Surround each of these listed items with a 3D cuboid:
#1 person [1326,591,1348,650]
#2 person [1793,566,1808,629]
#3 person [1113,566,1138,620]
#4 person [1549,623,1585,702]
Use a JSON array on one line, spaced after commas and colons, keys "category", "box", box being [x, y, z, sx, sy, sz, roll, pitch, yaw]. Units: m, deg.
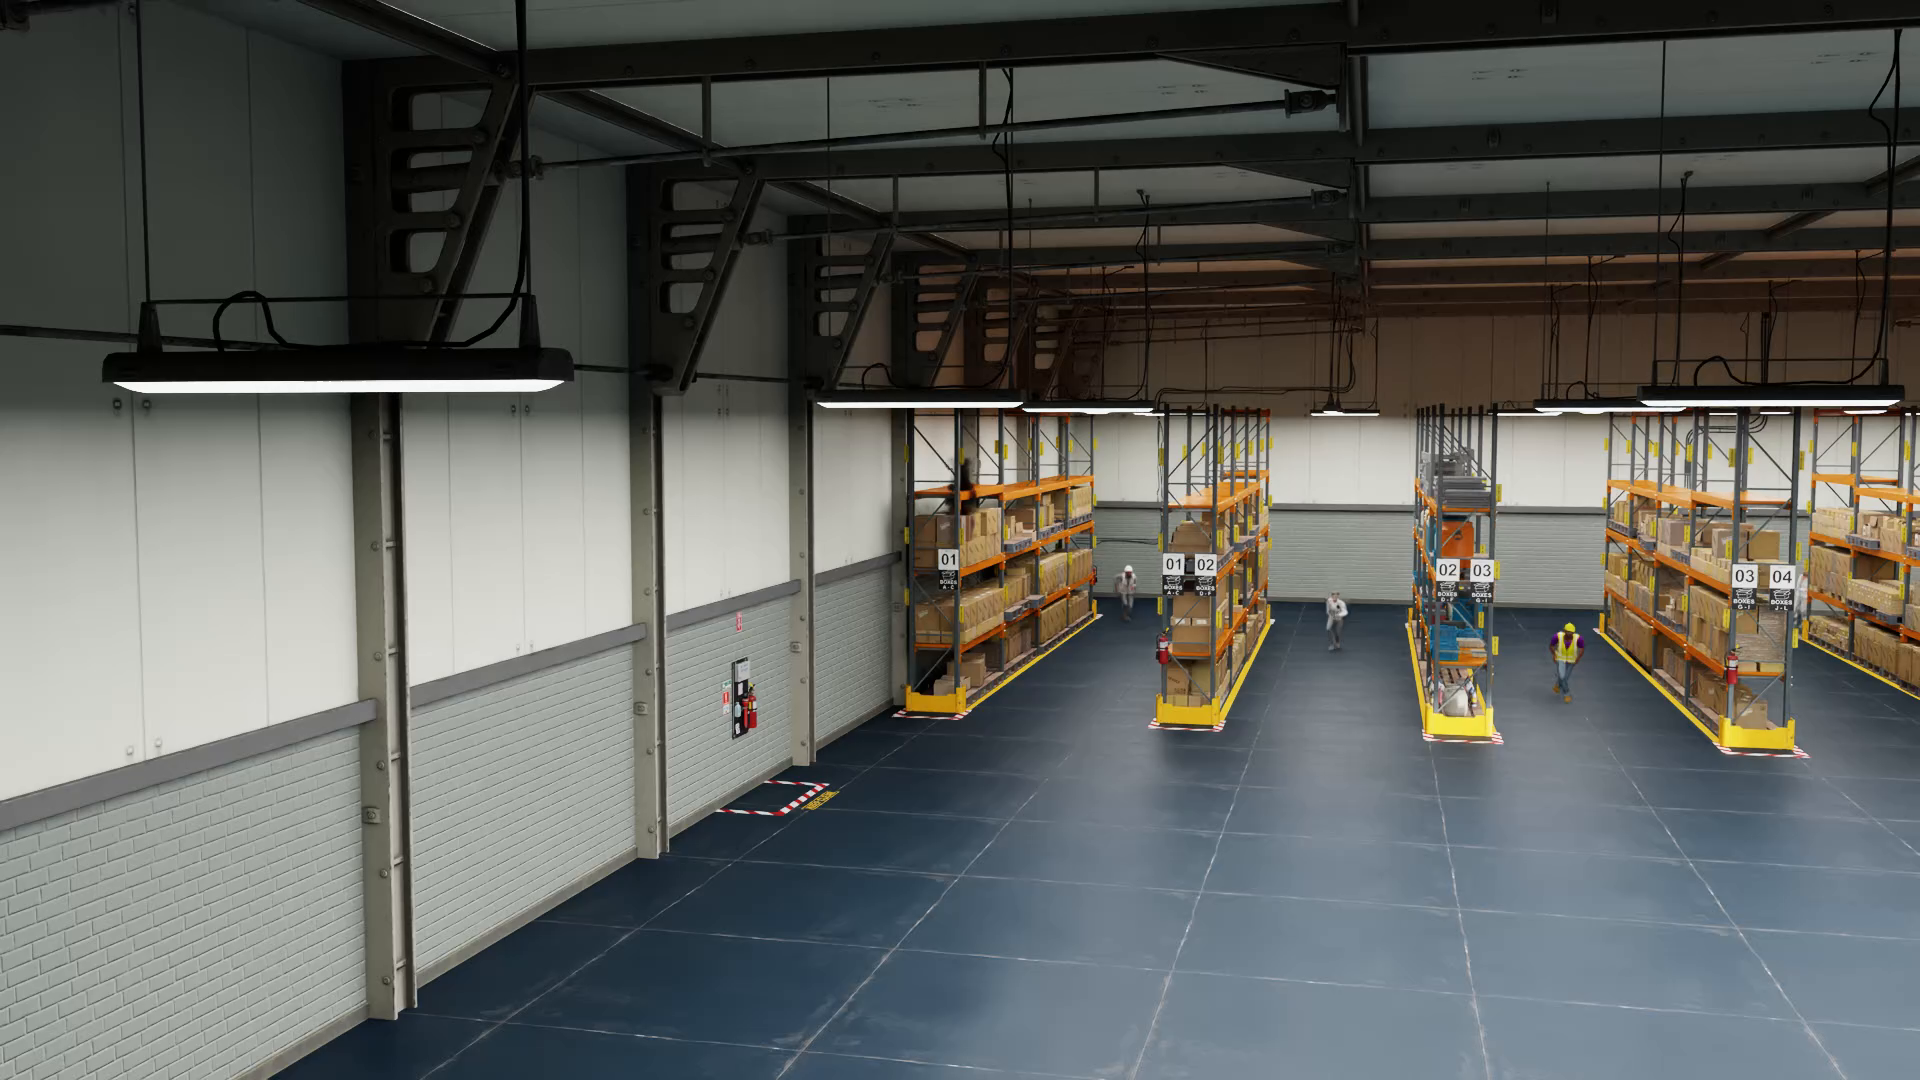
[{"category": "person", "box": [9.330, 1.965, 41.157, 0.628, 1.448, 1.060, 2, 5, 27]}, {"category": "person", "box": [22.847, 1.580, 44.973, 0.691, 1.813, 0.684, -3, 5, -33]}, {"category": "person", "box": [4.684, 1.498, 46.976, 0.681, 1.602, 0.891, 0, 4, -2]}, {"category": "person", "box": [12.354, 2.465, 33.911, 0.672, 1.638, 1.069, 1, 4, 9]}]
